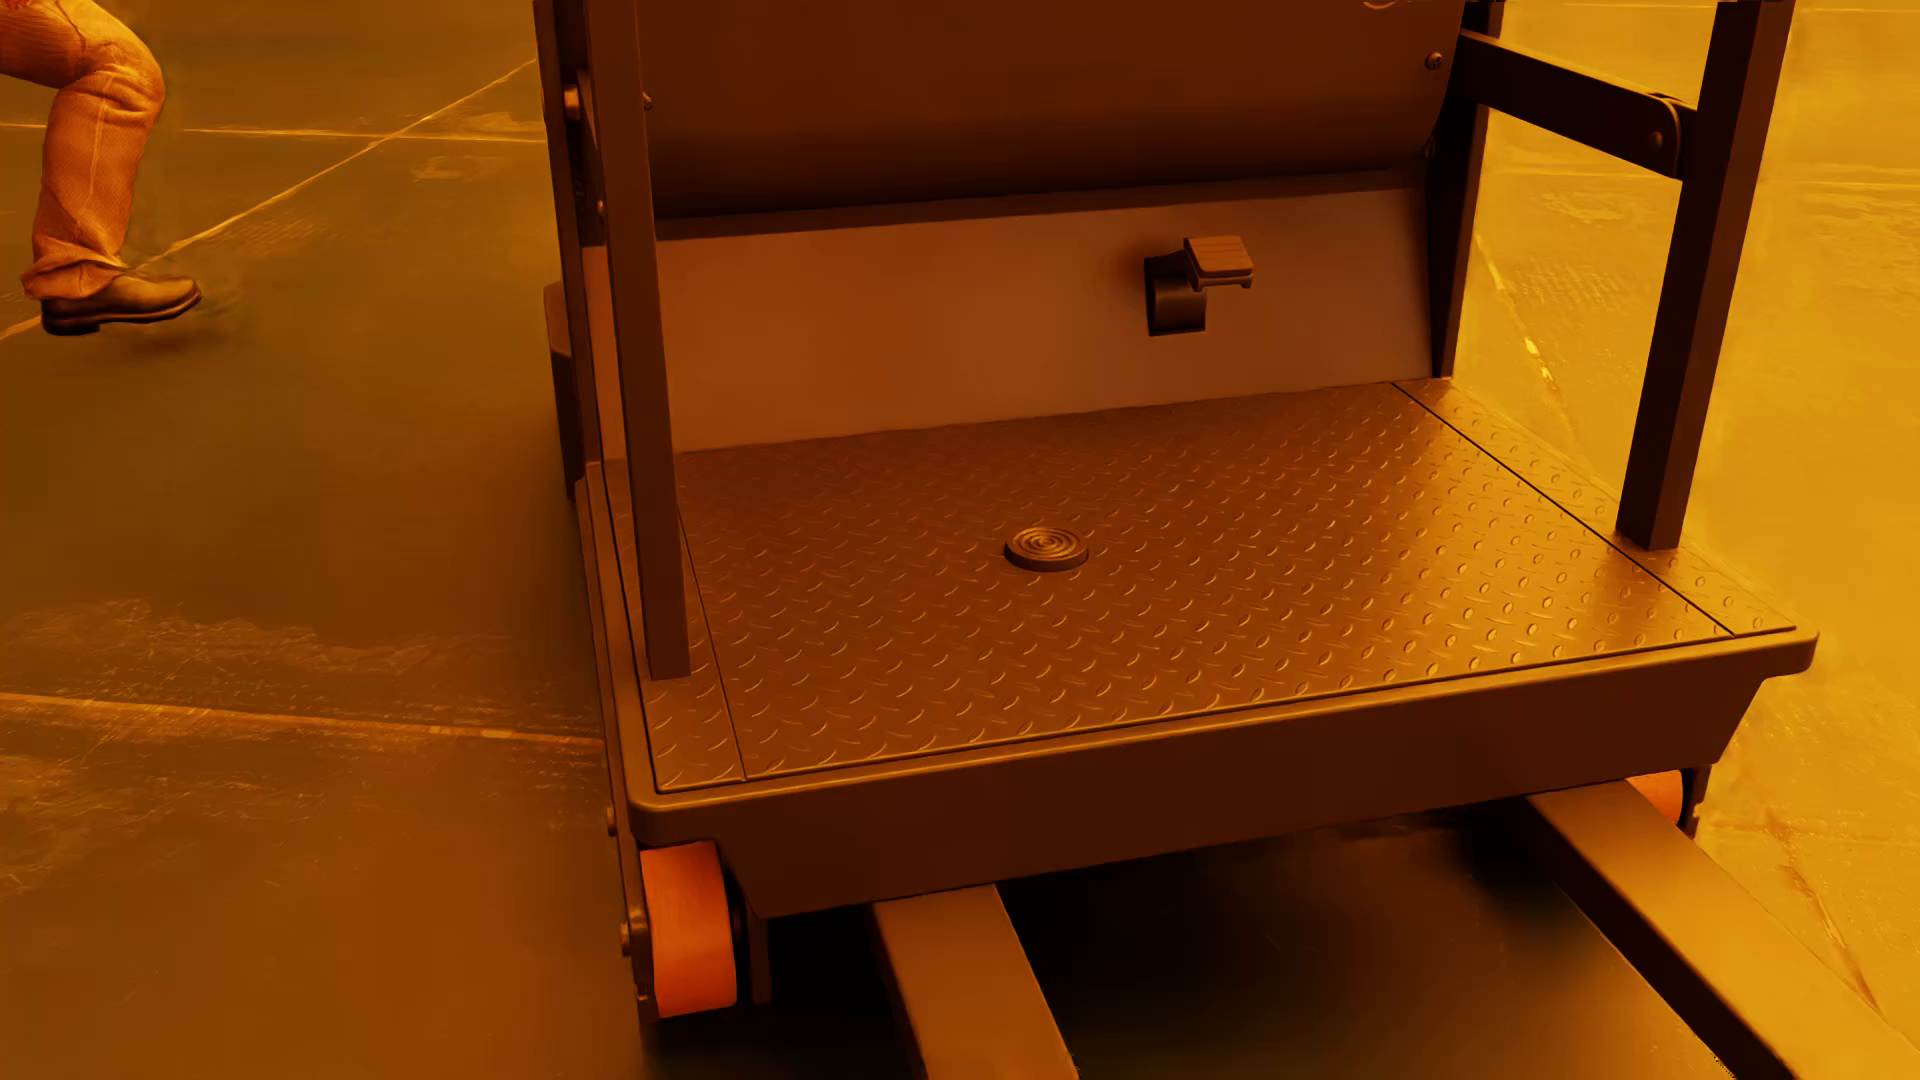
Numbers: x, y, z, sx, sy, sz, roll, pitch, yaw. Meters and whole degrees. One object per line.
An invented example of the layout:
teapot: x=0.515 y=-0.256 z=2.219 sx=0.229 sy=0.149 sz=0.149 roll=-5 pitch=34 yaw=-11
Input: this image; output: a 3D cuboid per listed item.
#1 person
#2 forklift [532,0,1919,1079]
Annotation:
person: x=-2.010 y=-1.095 z=2.955 sx=0.939 sy=1.589 sz=0.692 roll=16 pitch=31 yaw=29
forklift: x=0.153 y=-1.049 z=1.319 sx=1.130 sy=2.935 sz=3.031 roll=-7 pitch=27 yaw=-13
